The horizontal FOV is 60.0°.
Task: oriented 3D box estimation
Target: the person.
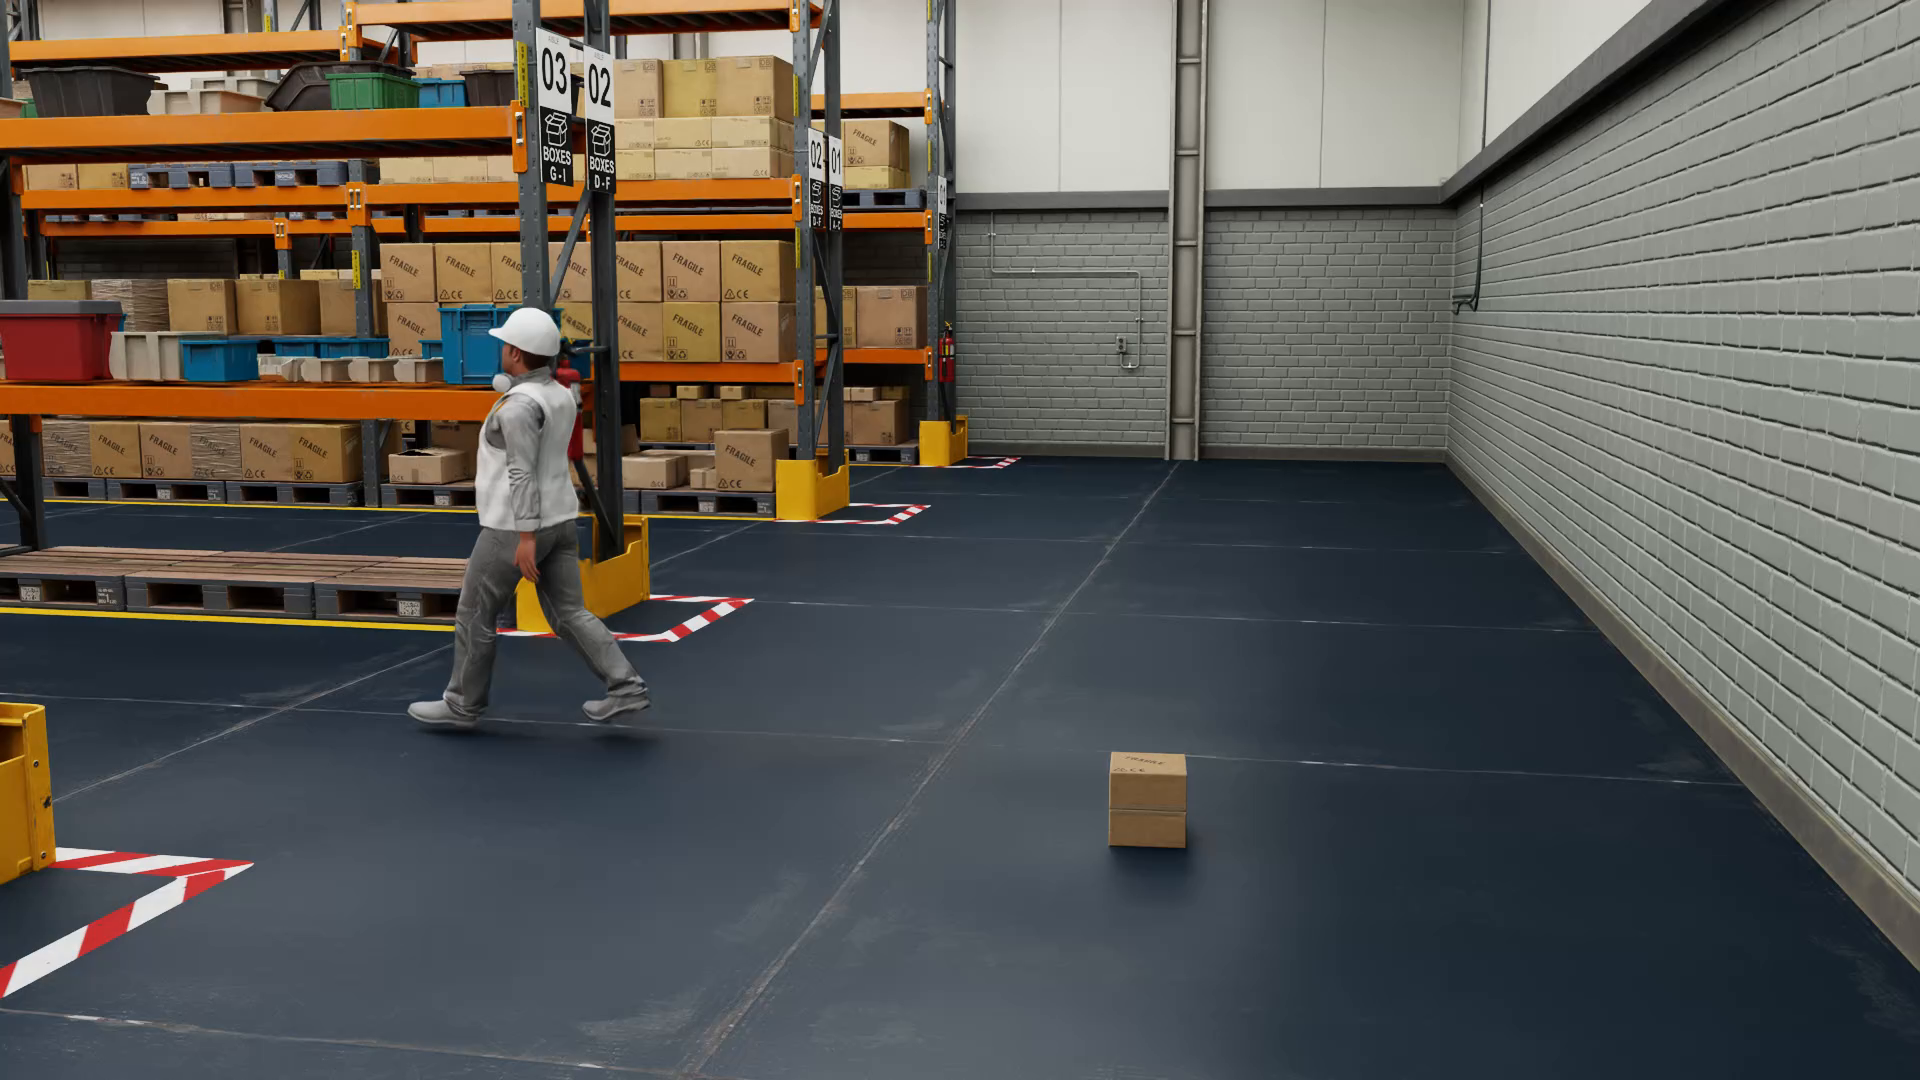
[{"bbox_3d":[-1.773,-0.077,6.804,1.022,1.731,0.564,2,8,17],"label":"person"}]
